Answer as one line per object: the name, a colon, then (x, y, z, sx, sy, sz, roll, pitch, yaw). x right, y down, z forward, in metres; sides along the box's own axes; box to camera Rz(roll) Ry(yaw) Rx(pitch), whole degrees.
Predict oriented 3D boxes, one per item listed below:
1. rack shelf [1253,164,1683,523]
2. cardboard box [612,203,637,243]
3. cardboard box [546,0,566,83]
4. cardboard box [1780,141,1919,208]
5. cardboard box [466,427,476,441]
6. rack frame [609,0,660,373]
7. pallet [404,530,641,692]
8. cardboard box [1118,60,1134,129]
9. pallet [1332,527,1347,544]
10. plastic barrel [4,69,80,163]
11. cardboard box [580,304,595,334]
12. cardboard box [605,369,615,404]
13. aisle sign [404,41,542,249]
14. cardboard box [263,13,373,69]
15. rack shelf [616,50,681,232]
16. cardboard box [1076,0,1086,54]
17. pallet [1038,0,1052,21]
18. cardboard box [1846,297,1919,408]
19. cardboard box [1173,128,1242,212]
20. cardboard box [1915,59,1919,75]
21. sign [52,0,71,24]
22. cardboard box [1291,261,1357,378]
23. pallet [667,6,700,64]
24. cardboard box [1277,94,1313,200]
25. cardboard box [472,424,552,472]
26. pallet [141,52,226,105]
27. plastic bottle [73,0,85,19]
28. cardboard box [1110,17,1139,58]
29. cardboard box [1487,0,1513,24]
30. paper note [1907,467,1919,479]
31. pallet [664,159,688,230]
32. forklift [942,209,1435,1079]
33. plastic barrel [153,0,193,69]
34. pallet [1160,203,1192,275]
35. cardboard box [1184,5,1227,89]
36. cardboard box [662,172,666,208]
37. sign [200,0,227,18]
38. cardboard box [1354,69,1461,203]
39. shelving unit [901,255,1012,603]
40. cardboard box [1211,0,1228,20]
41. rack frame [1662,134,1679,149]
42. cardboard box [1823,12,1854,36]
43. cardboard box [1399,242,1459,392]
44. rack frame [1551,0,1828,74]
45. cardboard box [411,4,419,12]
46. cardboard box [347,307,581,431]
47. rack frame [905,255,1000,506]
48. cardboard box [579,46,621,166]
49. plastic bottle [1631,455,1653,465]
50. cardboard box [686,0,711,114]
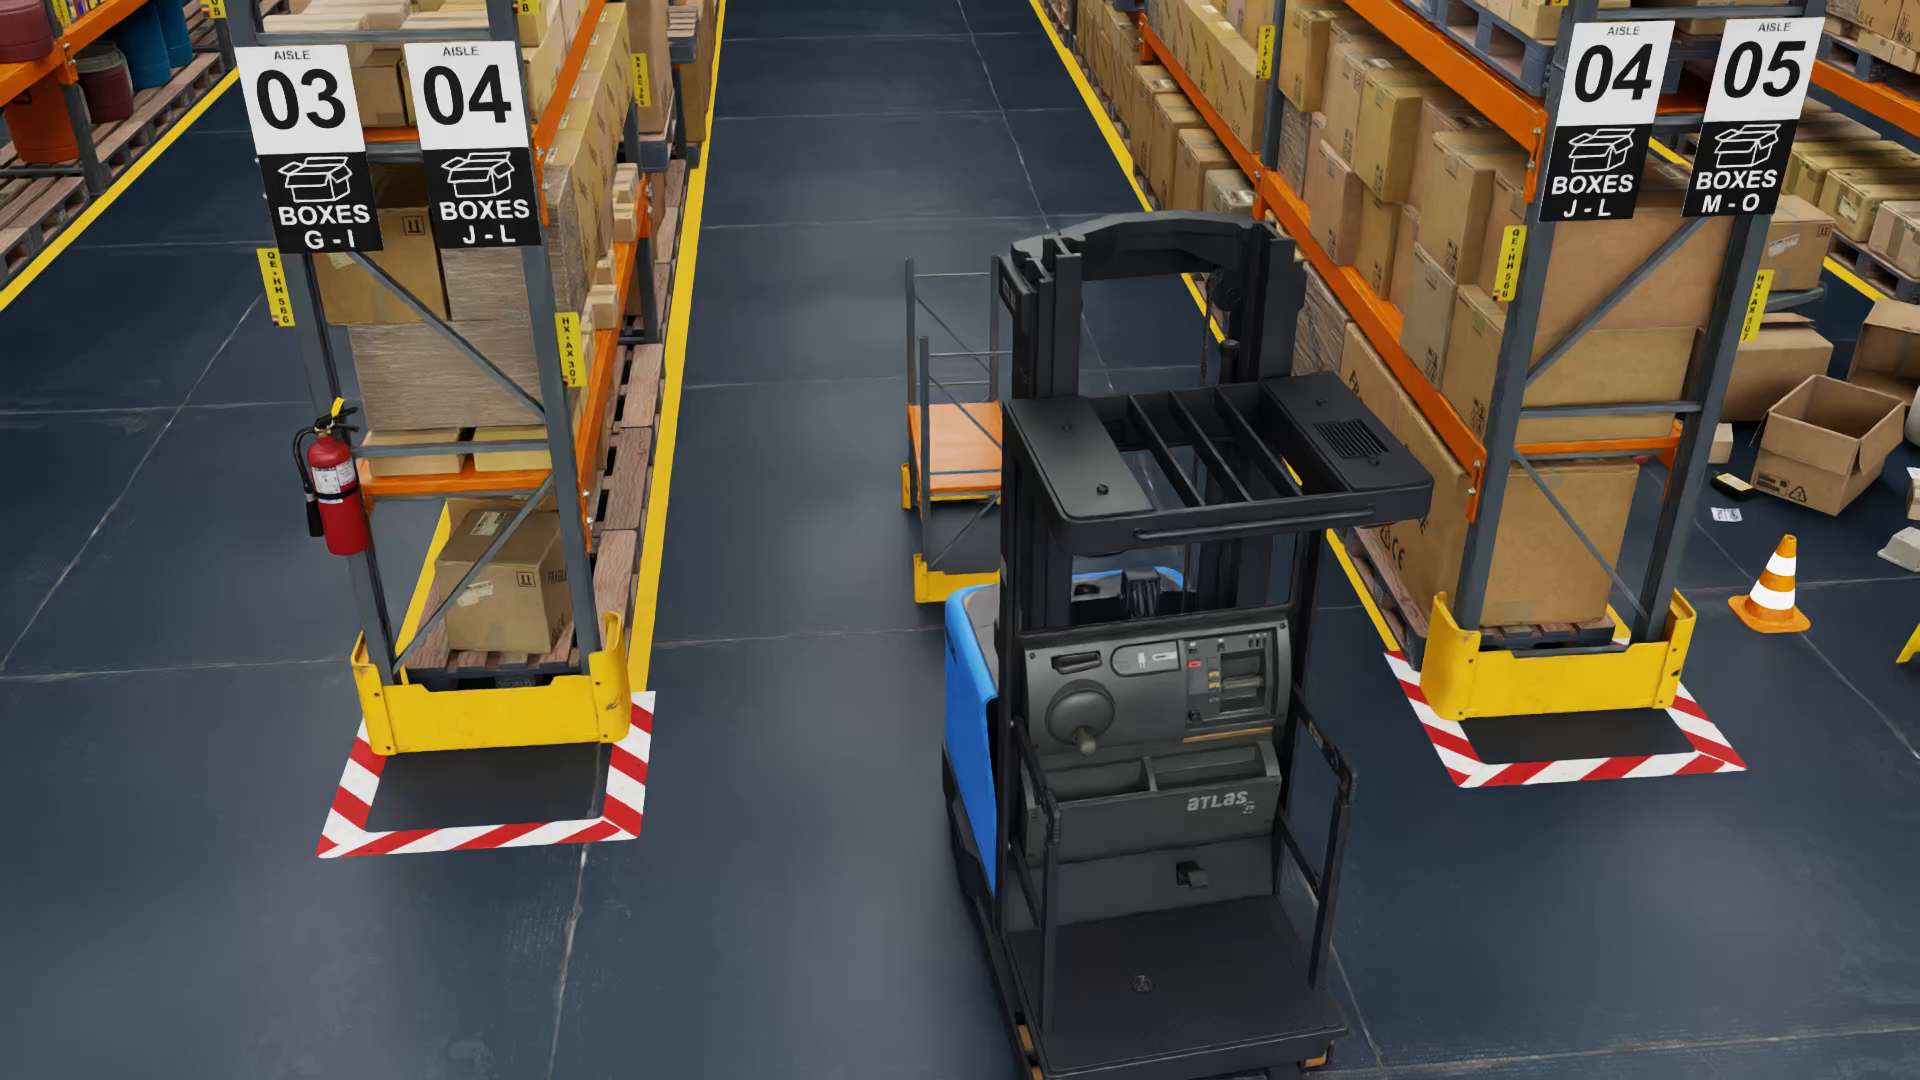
rack shelf: (2.631, -1.276, 9.162, 1.077, 0.370, 4.000, -3, 31, -5)
cardboard box: (-2.079, -1.835, 9.642, 0.380, 0.149, 0.250, -3, 31, -5)
cardboard box: (-1.971, -2.122, 7.099, 0.500, 0.250, 0.500, -3, 31, -6)
cardboard box: (7.175, -2.936, 13.393, 0.950, 0.372, 0.625, -2, 31, -3)
cardboard box: (-2.384, -0.533, 7.462, 0.380, 0.149, 0.250, -3, 31, -5)
rack frame: (-2.503, -2.420, 10.376, 1.000, 3.000, 0.127, -3, 31, -5)
pallet: (-2.177, 0.365, 8.434, 1.003, 0.211, 1.213, -3, 31, -5)
cardboard box: (1.749, -4.078, 15.181, 0.500, 0.500, 0.500, -3, 31, -5)
pallet: (2.555, -0.392, 9.701, 1.003, 0.211, 1.213, -3, 31, -5)
plastic barrel: (-7.871, -3.722, 14.263, 0.600, 0.830, 0.708, -3, 31, -5)
cardboard box: (-2.042, -1.064, 8.352, 0.380, 0.149, 0.250, -3, 31, -5)
cardboard box: (-2.445, -1.028, 10.075, 0.500, 0.500, 0.500, 7, 32, 11)
aisle sign: (-1.825, -1.476, 6.261, 0.394, 0.787, 0.004, -3, 31, -5)
cardboard box: (-2.466, -1.899, 6.336, 0.380, 0.149, 0.250, -3, 31, -5)
rack shelf: (-2.690, -3.132, 12.270, 1.077, 0.370, 4.000, -3, 31, -5)
cardboard box: (1.502, -5.407, 17.406, 0.500, 0.500, 0.500, -2, 31, -3)
pallet: (1.482, -6.458, 19.857, 1.003, 0.211, 1.213, -3, 31, -5)
cardboard box: (6.109, -1.210, 10.786, 0.500, 0.500, 0.500, 20, 36, 29)
cardboard box: (2.211, -2.625, 12.505, 1.050, 0.750, 0.750, -3, 31, -5)
cardboard box: (7.034, -3.352, 11.772, 0.380, 0.149, 0.250, -4, 31, -6)
sign: (-7.261, -4.324, 13.406, 0.100, 0.325, 0.005, -3, 31, -5)
cardboard box: (2.522, -1.089, 9.811, 0.875, 0.875, 0.875, -3, 31, -4)
pallet: (-2.704, -4.021, 13.243, 1.213, 0.211, 1.003, -3, 31, -5)
cardboard box: (2.491, -2.482, 10.334, 0.875, 0.550, 0.550, -3, 31, -5)
cardboard box: (-1.919, -0.426, 7.284, 0.380, 0.149, 0.250, -3, 31, -5)
pallet: (-8.151, -4.674, 16.869, 1.003, 0.211, 1.213, -3, 31, -5)
plastic bottle: (-7.512, -4.581, 14.108, 0.061, 0.283, 0.133, -3, 31, -5)
cardboard box: (1.688, -4.671, 15.441, 0.500, 0.250, 0.500, -2, 31, -4)
cardboard box: (2.427, -2.249, 6.902, 0.380, 0.149, 0.250, -3, 31, -4)
paper note: (5.737, -0.401, 9.902, 0.148, 0.019, 0.142, 8, 32, 13)
pallet: (-2.805, -2.866, 13.842, 1.003, 0.211, 1.213, -3, 31, -5)
forklift: (0.722, 0.549, 5.473, 1.130, 2.935, 3.031, -6, 31, -10)
plastic barrel: (-8.148, -5.268, 16.780, 0.600, 0.901, 0.708, -3, 31, -5)
pallet: (2.180, -2.423, 13.101, 1.003, 0.211, 1.213, -3, 31, -5)
cardboard box: (1.985, -3.677, 12.384, 0.500, 0.500, 0.500, -3, 31, -5)
cardboard box: (-2.730, -2.954, 13.279, 0.700, 0.500, 0.500, -5, 31, -9)
sign: (-2.684, -2.029, 5.933, 0.100, 0.325, 0.005, -3, 31, -5)
cardboard box: (2.583, -2.116, 8.668, 0.875, 0.550, 0.500, -3, 31, -5)
shelving unit: (0.007, -0.605, 8.800, 0.587, 1.500, 1.083, -3, 31, -5)
cardboard box: (2.250, -4.109, 12.132, 0.700, 0.500, 0.500, -3, 31, -5)
rack frame: (6.990, -4.937, 14.590, 1.000, 3.000, 0.127, -3, 31, -5)
cardboard box: (6.938, -4.007, 12.868, 0.380, 0.149, 0.250, -2, 31, -3)
cardboard box: (2.665, -1.095, 8.011, 0.875, 0.550, 0.550, -3, 31, -5)
rack frame: (2.818, -3.139, 5.730, 1.000, 3.000, 0.127, -3, 31, -5)
cardboard box: (-2.477, -2.089, 7.044, 0.500, 0.250, 0.500, -3, 31, -4)
cardboard box: (-2.153, -0.830, 7.327, 0.875, 0.500, 0.500, -3, 31, -5)
rack frame: (-0.040, -0.860, 9.227, 0.500, 1.500, 0.032, -3, 31, -5)
cardboard box: (-2.093, -2.292, 8.800, 0.500, 0.500, 0.500, -3, 31, -5)
plastic bottle: (4.030, -0.493, 10.016, 0.283, 0.061, 0.133, -14, 33, -22)
cardboard box: (-2.996, -4.539, 15.586, 1.225, 0.875, 0.875, -3, 31, -4)
